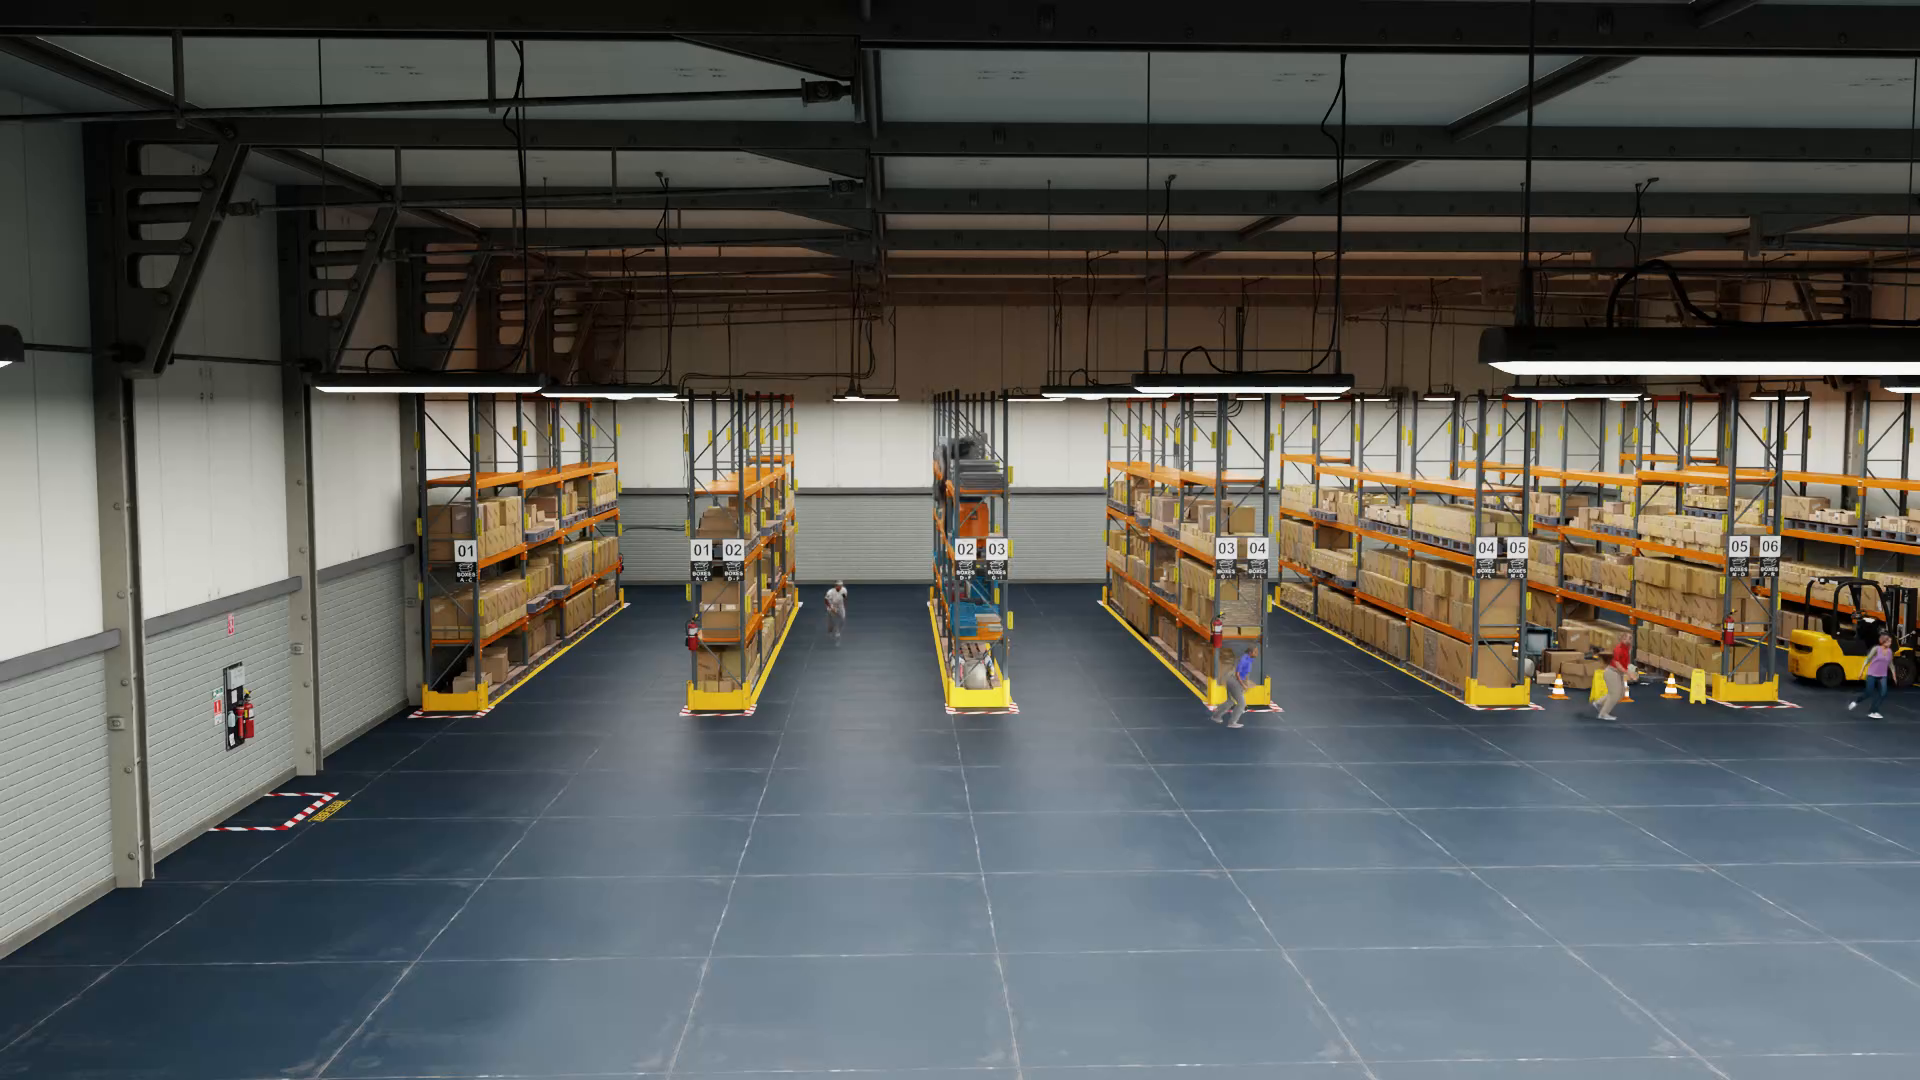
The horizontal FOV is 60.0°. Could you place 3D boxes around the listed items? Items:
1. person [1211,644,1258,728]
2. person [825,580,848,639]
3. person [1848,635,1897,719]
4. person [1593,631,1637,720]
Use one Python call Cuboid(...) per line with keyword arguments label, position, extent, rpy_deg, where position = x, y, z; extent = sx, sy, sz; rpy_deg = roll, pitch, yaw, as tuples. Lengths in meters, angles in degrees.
Cuboid(label="person", position=(4.864, 2.568, 29.475), extent=(0.841, 1.510, 0.620), rpy_deg=(1, 5, 13))
Cuboid(label="person", position=(-2.972, 1.652, 39.610), extent=(0.600, 1.499, 0.997), rpy_deg=(-2, 5, -24))
Cuboid(label="person", position=(16.707, 2.469, 30.435), extent=(0.598, 1.542, 0.616), rpy_deg=(-1, 5, -10))
Cuboid(label="person", position=(11.860, 2.451, 30.098), extent=(0.793, 1.639, 0.653), rpy_deg=(3, 5, 31))
